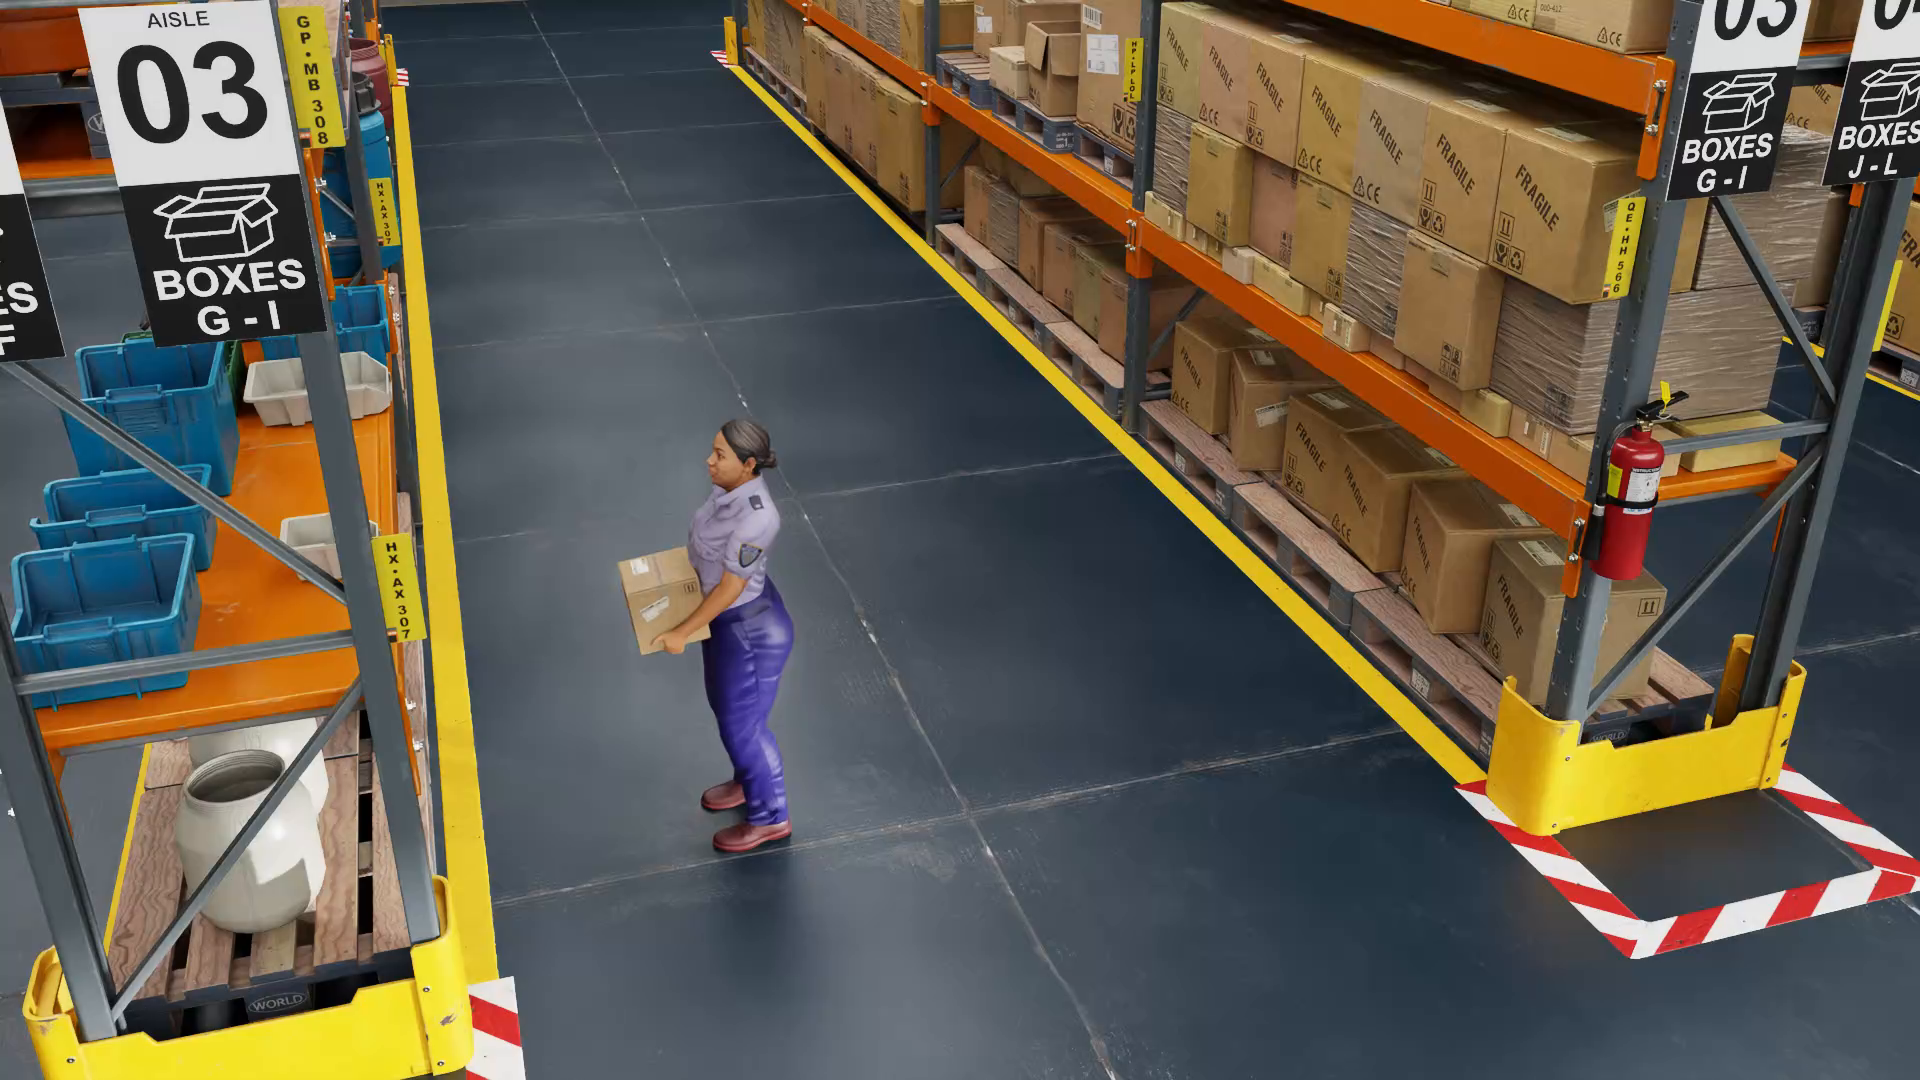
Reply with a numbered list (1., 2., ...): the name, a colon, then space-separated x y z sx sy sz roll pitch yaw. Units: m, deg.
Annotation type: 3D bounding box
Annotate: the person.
1. person: -0.866 0.339 5.962 0.522 1.643 0.449 -8 28 -15
